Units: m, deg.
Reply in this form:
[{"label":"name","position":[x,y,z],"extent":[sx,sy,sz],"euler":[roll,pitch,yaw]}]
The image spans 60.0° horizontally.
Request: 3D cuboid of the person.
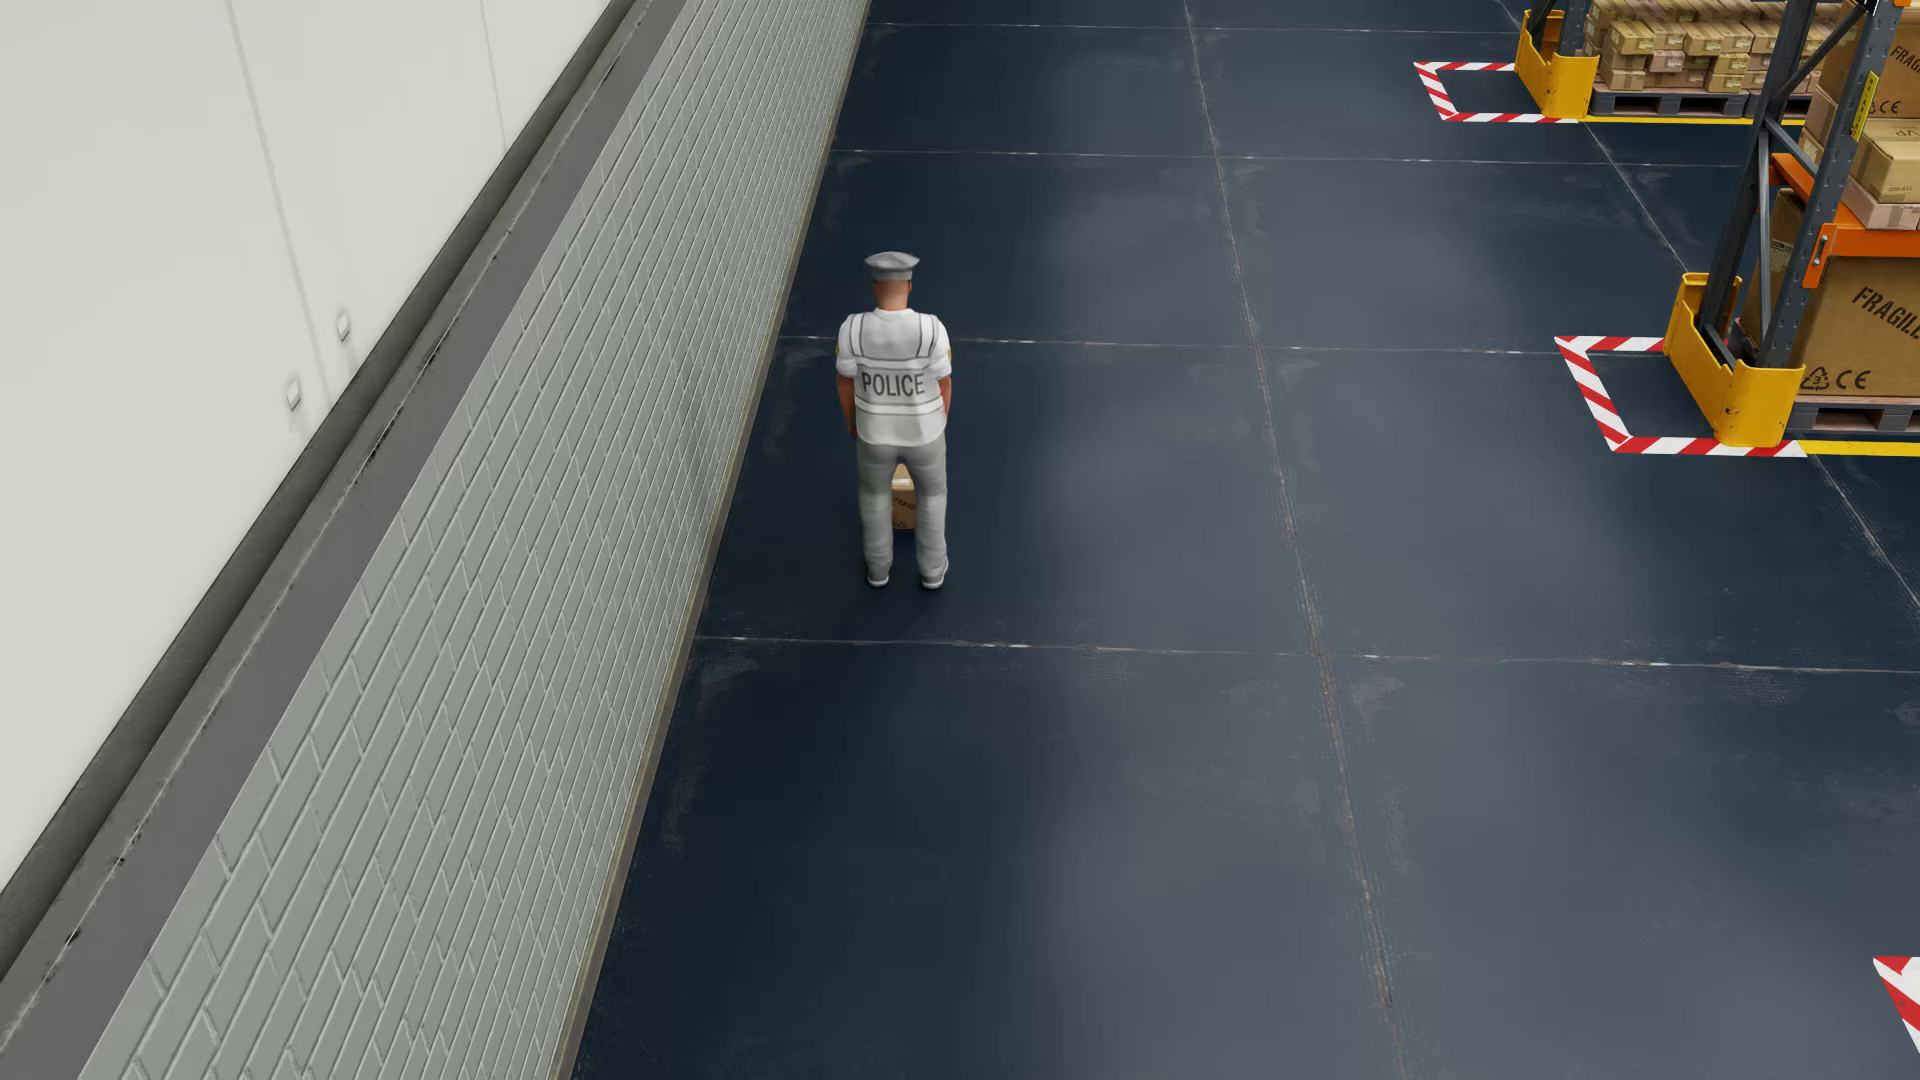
[{"label":"person","position":[-0.306,-0.529,7.881],"extent":[0.538,1.733,0.392],"euler":[2,36,3]}]
